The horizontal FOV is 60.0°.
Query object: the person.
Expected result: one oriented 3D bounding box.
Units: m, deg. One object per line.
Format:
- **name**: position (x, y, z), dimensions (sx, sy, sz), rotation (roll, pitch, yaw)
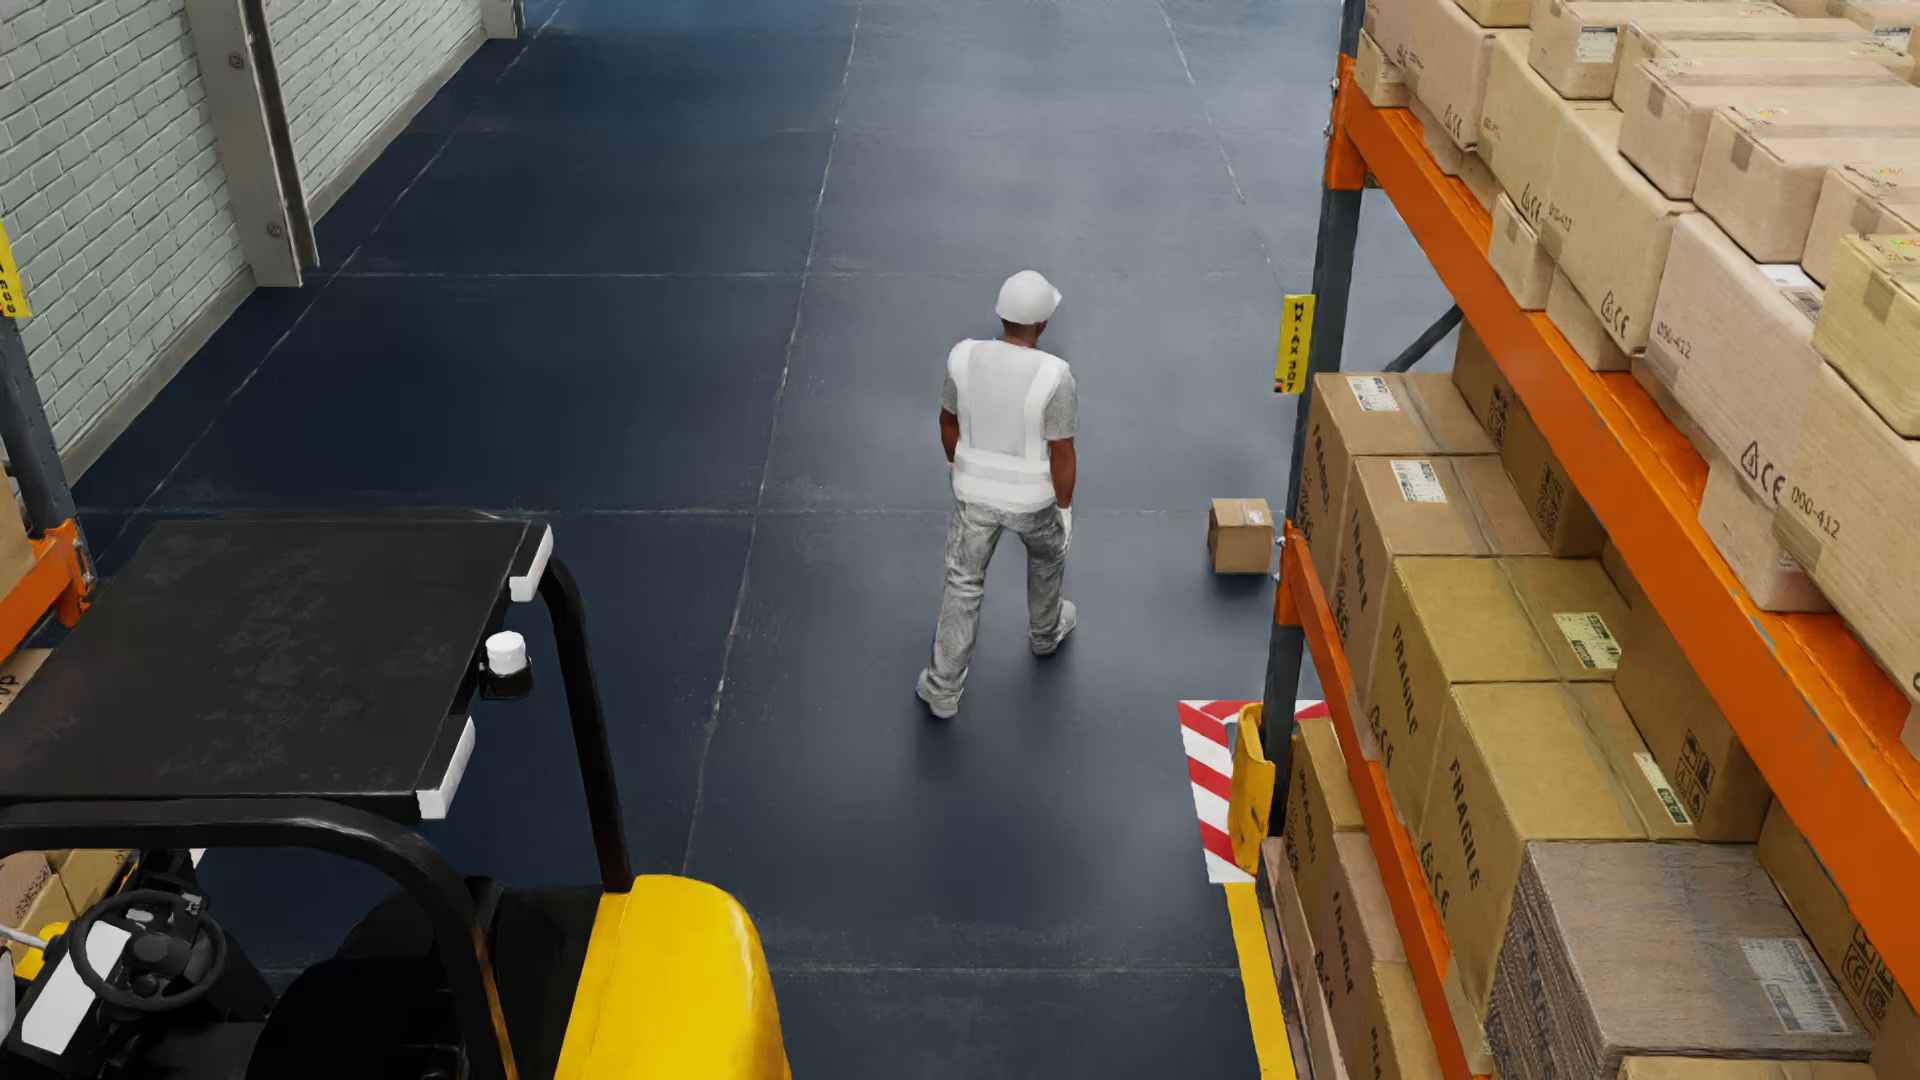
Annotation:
- **person**: position (0.184, -0.194, 6.466), dimensions (0.596, 1.758, 0.936), rotation (11, 33, 18)
